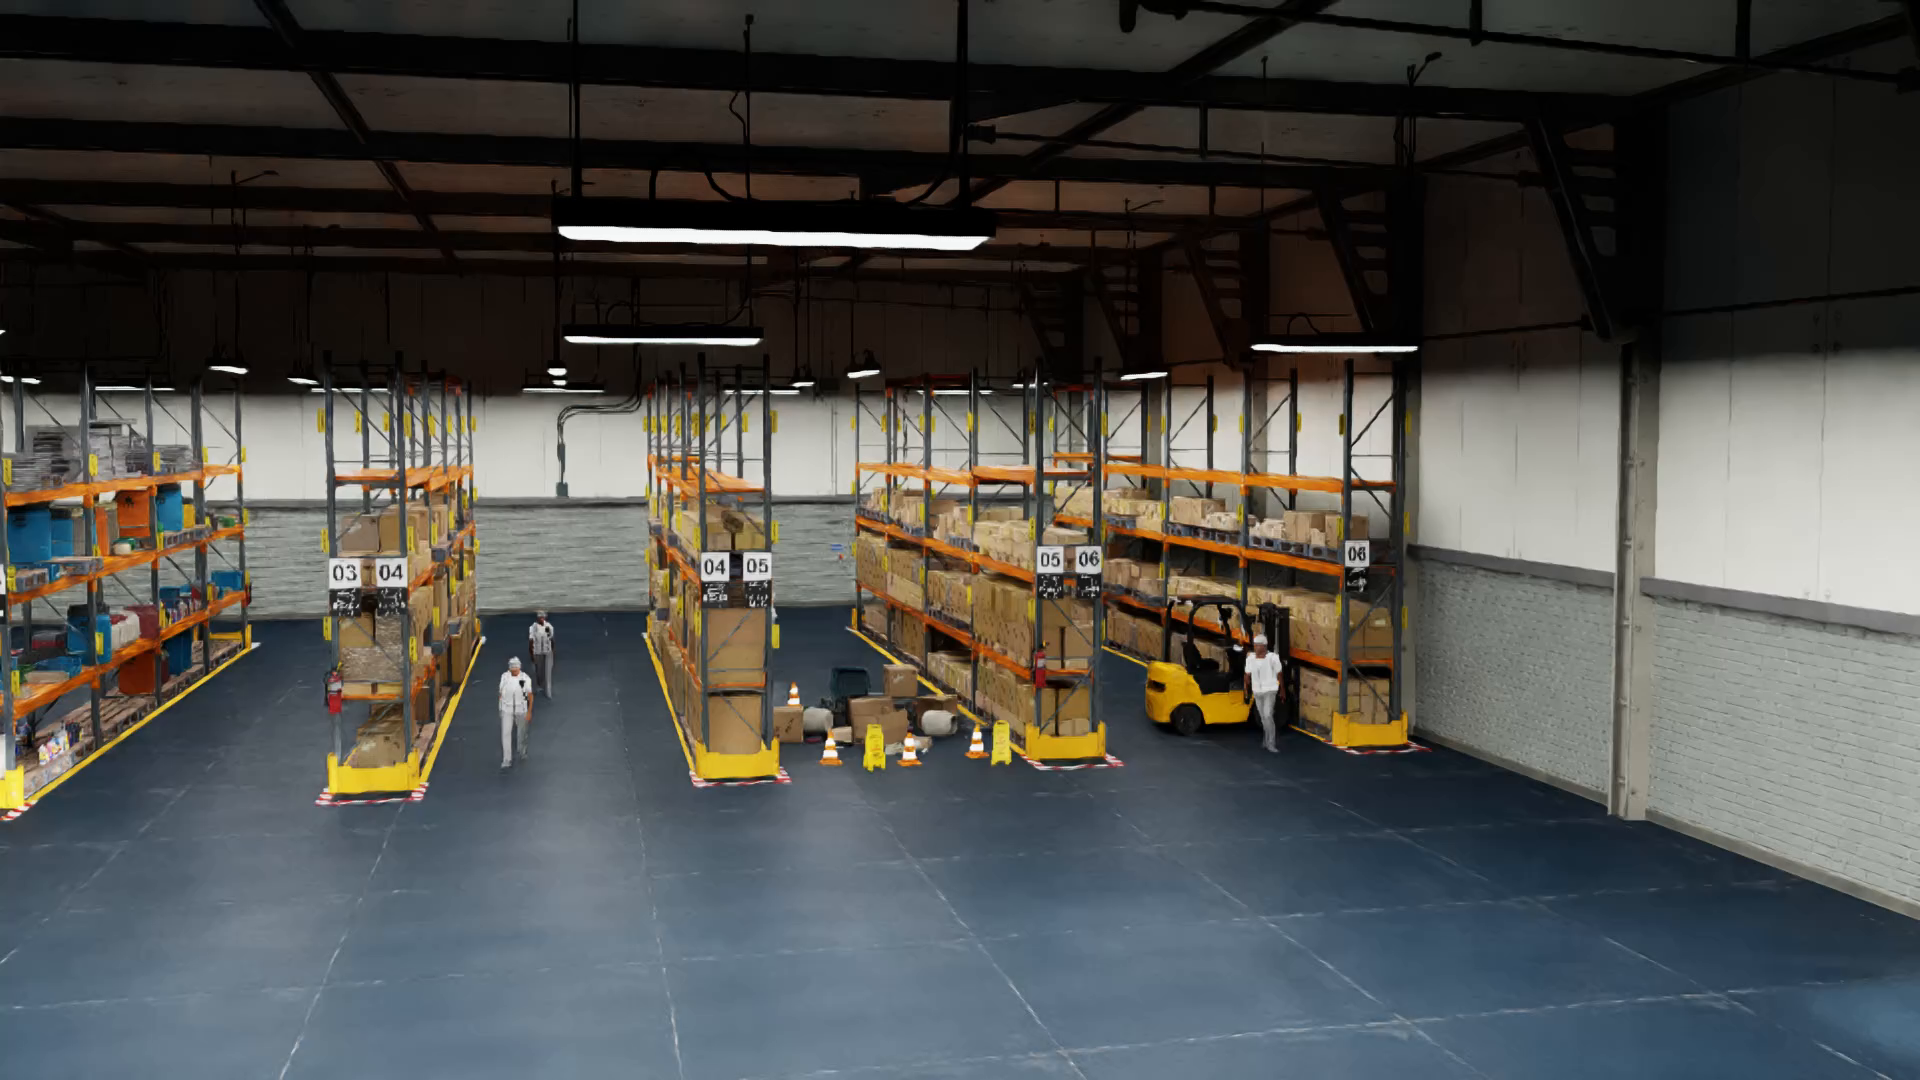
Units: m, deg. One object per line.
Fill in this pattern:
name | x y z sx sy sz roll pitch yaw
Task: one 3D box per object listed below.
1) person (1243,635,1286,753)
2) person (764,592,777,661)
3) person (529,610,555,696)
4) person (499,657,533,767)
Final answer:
person | 4.710 2.344 25.689 0.645 1.785 0.528 3 5 40
person | -4.157 1.670 35.158 0.501 1.758 0.588 1 4 18
person | -7.708 2.058 30.663 0.456 1.589 1.088 -1 4 -10
person | -6.524 2.493 24.442 0.482 1.579 1.072 -1 4 -15
